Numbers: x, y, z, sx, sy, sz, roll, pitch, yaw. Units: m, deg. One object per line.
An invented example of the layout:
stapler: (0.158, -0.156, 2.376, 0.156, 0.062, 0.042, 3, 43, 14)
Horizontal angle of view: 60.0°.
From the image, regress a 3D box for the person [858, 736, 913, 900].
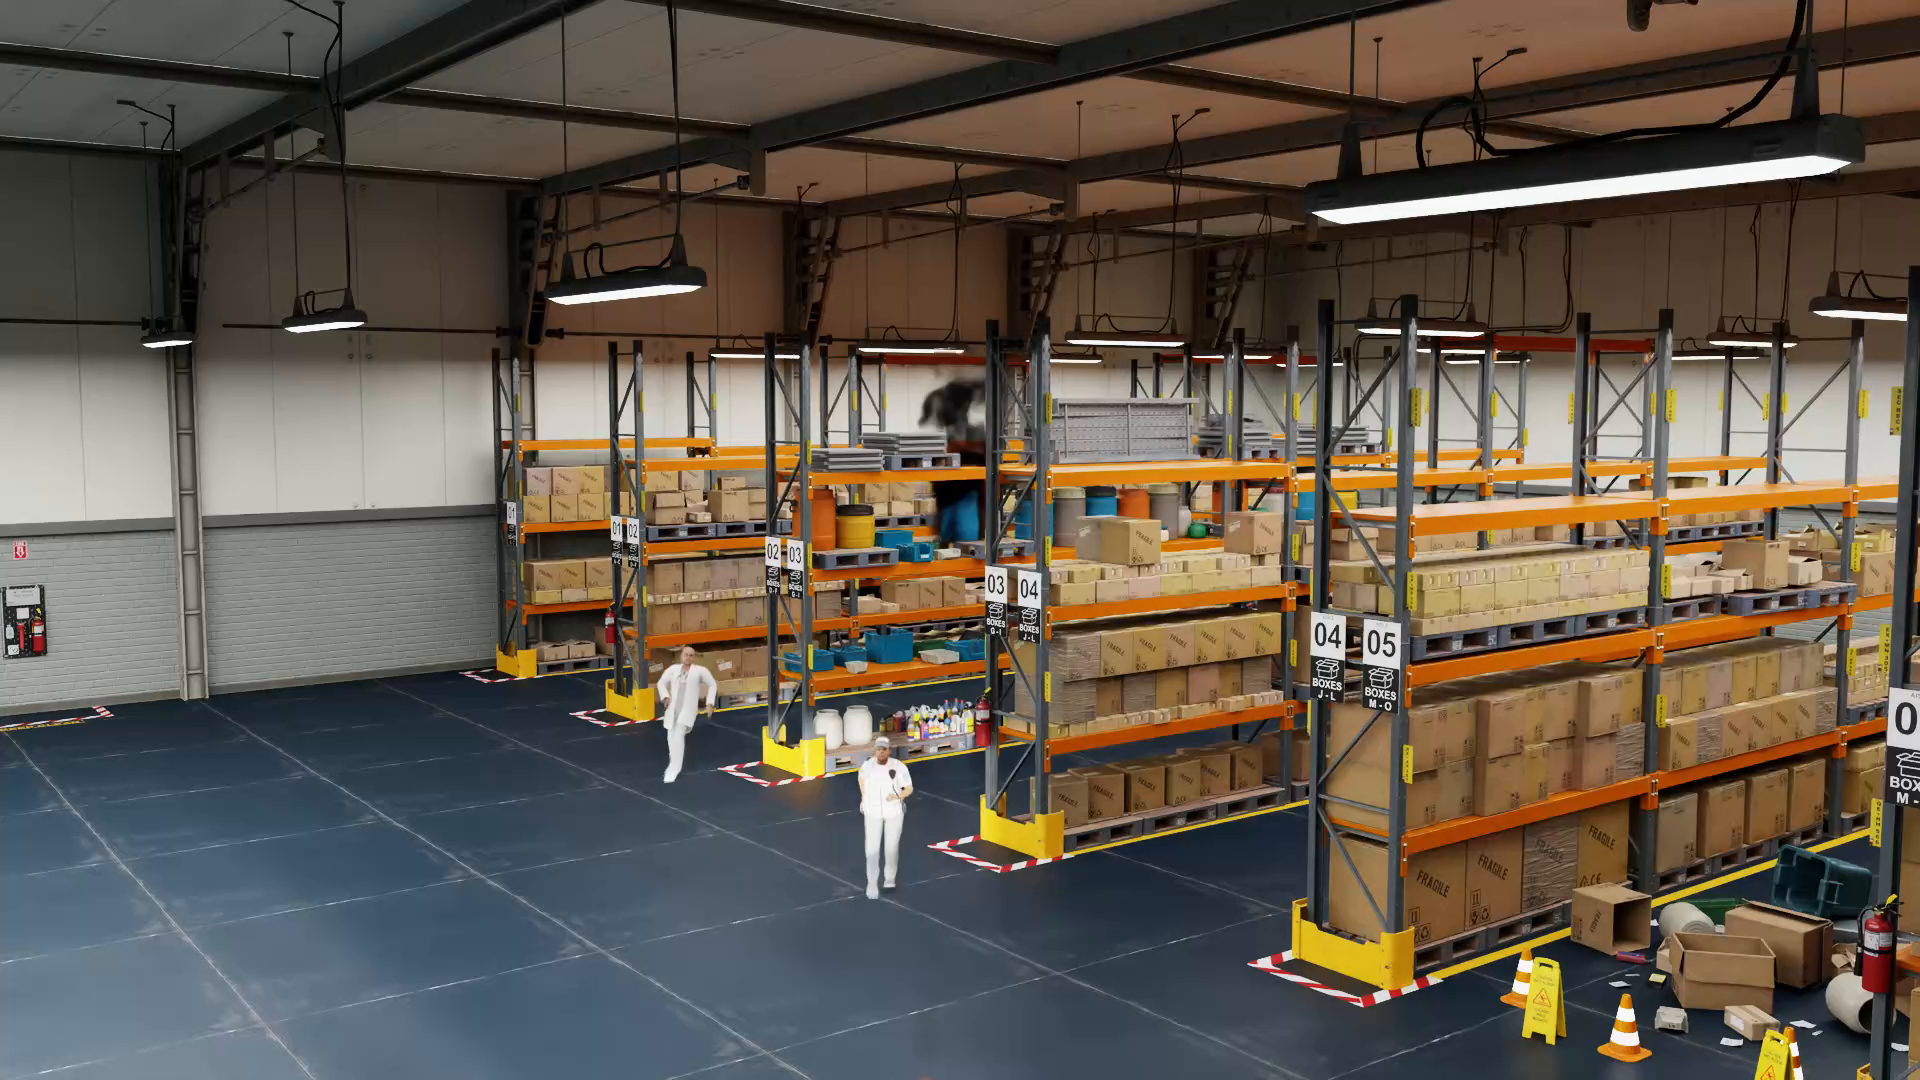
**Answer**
person: (-0.774, 2.847, 17.094, 0.586, 1.694, 0.687, 0, 5, 2)

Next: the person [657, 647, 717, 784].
person: (-3.725, 2.324, 22.342, 0.752, 1.772, 0.749, 1, 5, 13)
